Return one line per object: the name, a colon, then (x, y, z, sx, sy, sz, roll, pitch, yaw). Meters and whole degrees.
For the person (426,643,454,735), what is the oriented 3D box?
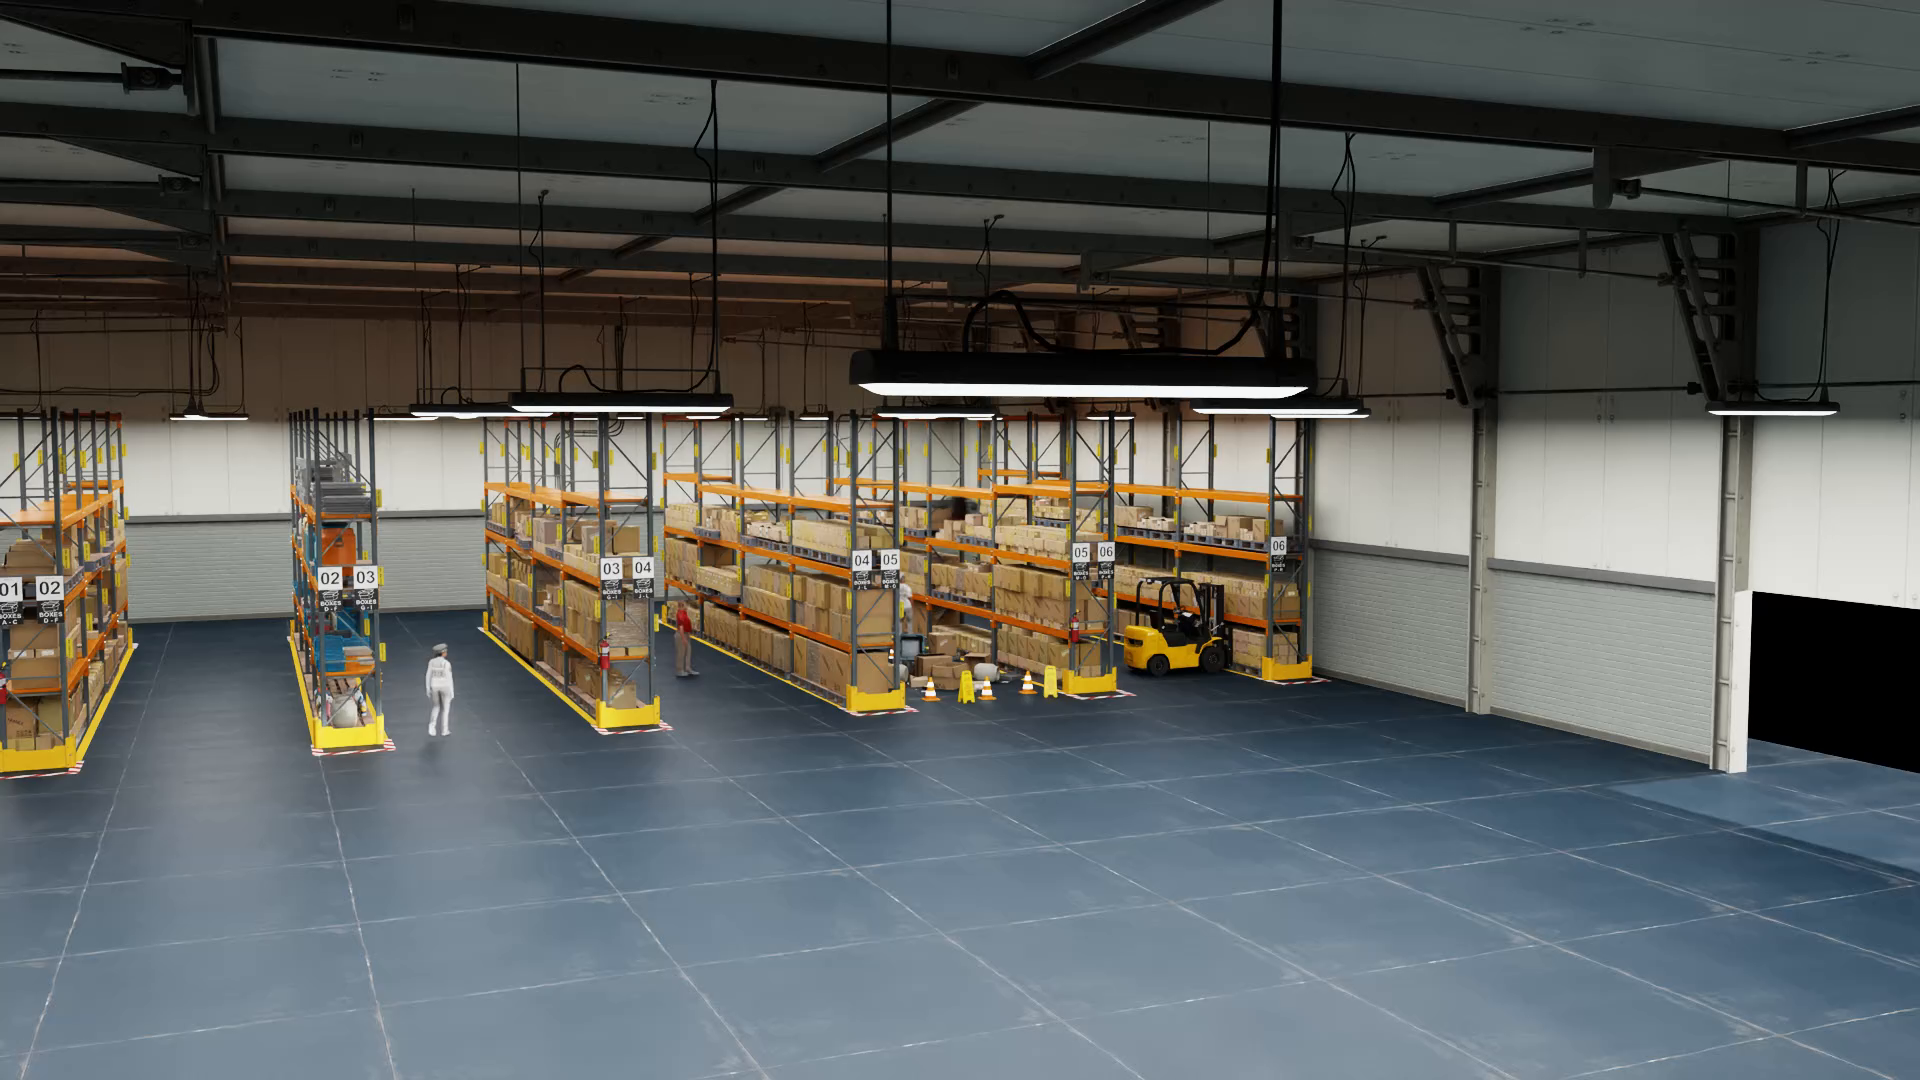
person: (-9.526, 2.737, 30.447, 0.532, 1.681, 0.452, 0, 4, 7)

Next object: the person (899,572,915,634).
person: (-1.386, 1.671, 41.041, 0.570, 1.774, 0.464, 1, 4, 12)

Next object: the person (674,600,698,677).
person: (-6.250, 2.224, 37.771, 0.439, 1.727, 0.606, 1, 4, 11)
